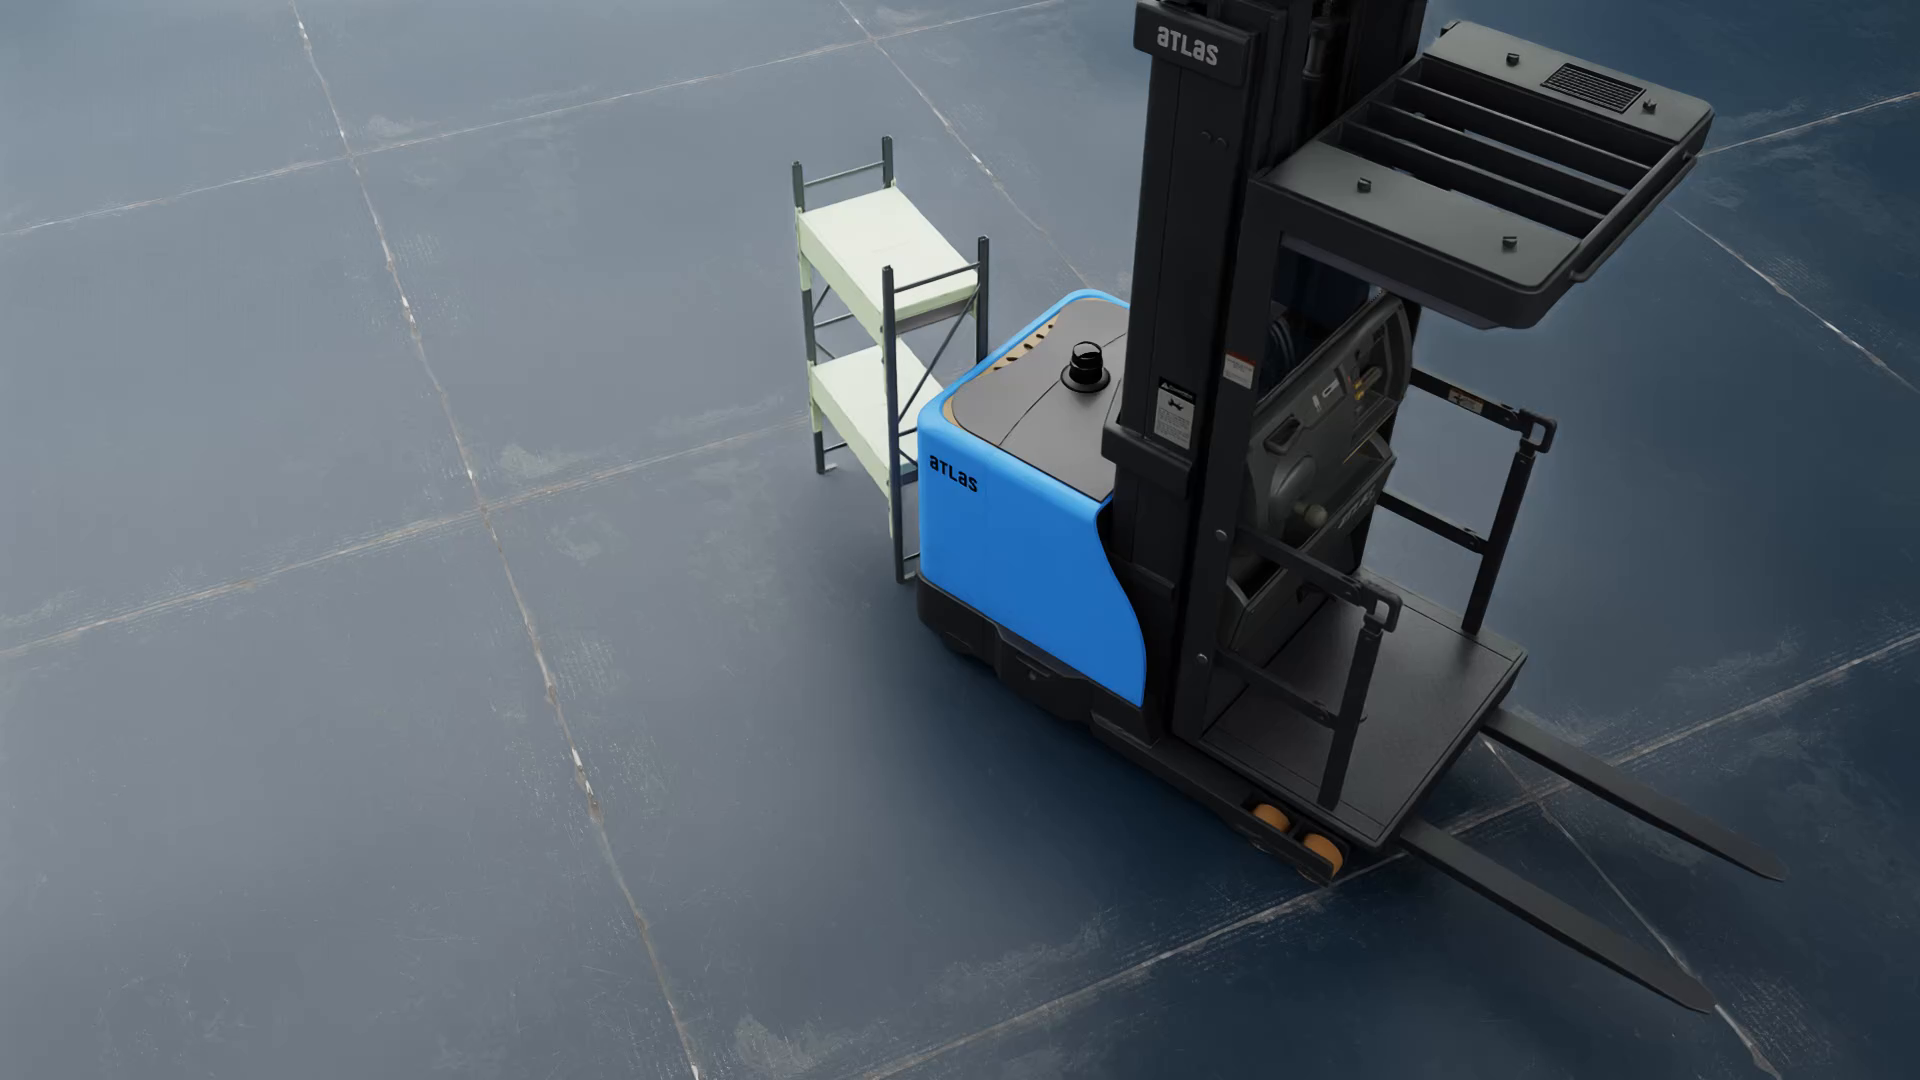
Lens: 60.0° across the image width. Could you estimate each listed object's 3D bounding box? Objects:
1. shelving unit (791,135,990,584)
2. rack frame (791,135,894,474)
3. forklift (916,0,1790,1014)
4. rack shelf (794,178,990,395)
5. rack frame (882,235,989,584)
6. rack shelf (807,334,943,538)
[{"bbox_3d":[-0.255,-0.659,6.351,0.431,1.500,0.755,-21,48,-20],"label":"shelving unit"},{"bbox_3d":[-0.429,-0.885,6.580,0.400,1.500,0.023,-21,48,-20],"label":"rack frame"},{"bbox_3d":[1.295,-0.319,4.986,3.031,2.935,1.130,30,52,27],"label":"forklift"},{"bbox_3d":[-0.255,-0.937,6.076,0.431,0.370,0.720,-21,48,-20],"label":"rack shelf"},{"bbox_3d":[-0.081,-0.434,6.122,0.400,1.500,0.023,-21,48,-20],"label":"rack frame"},{"bbox_3d":[-0.255,-0.427,6.580,0.431,0.370,0.720,-21,48,-20],"label":"rack shelf"}]
